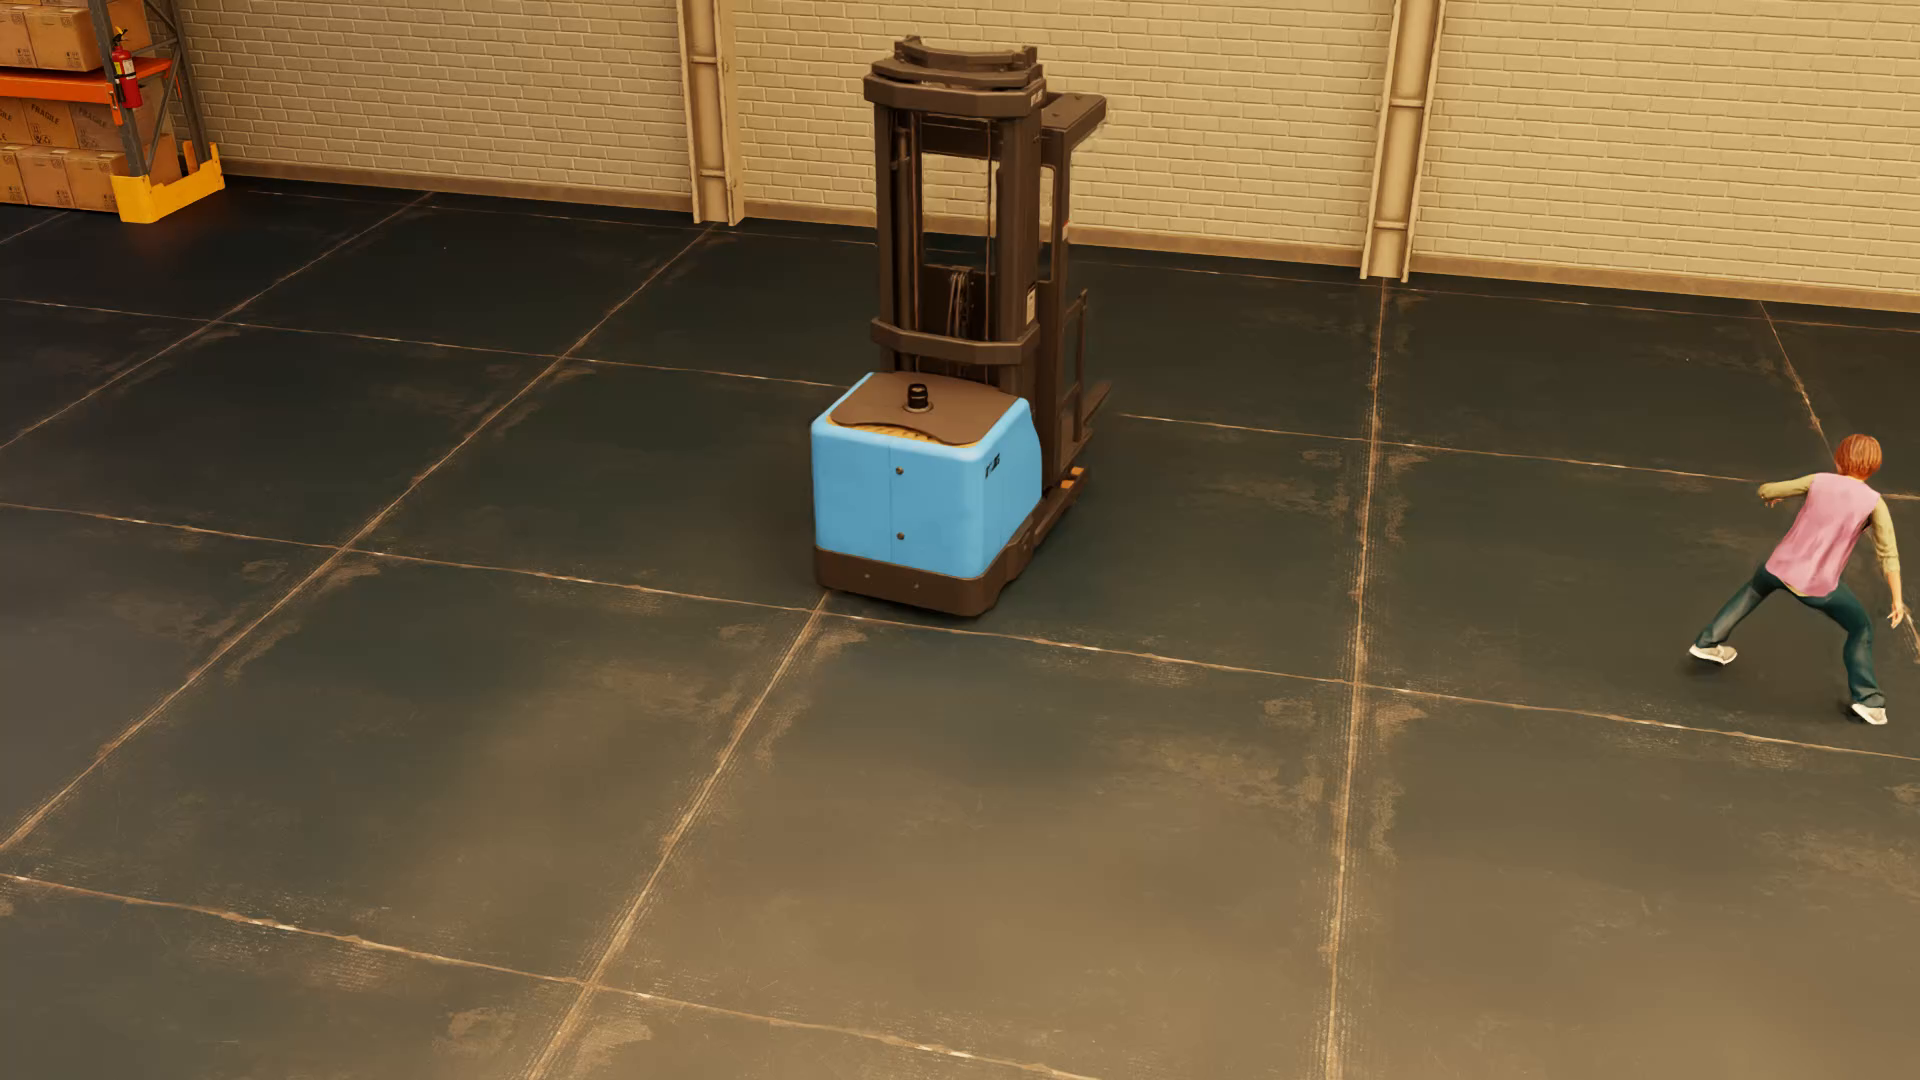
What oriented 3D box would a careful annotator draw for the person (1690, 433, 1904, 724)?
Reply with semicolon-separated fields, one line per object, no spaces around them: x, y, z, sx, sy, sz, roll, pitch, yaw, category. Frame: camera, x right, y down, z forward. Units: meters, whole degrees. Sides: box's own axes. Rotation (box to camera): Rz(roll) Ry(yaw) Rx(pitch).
4.355;0.211;8.402;0.507;1.524;0.957;-20;35;-31;person

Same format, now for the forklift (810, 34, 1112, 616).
0.184;-1.560;9.923;1.130;2.935;3.031;11;31;19;forklift
